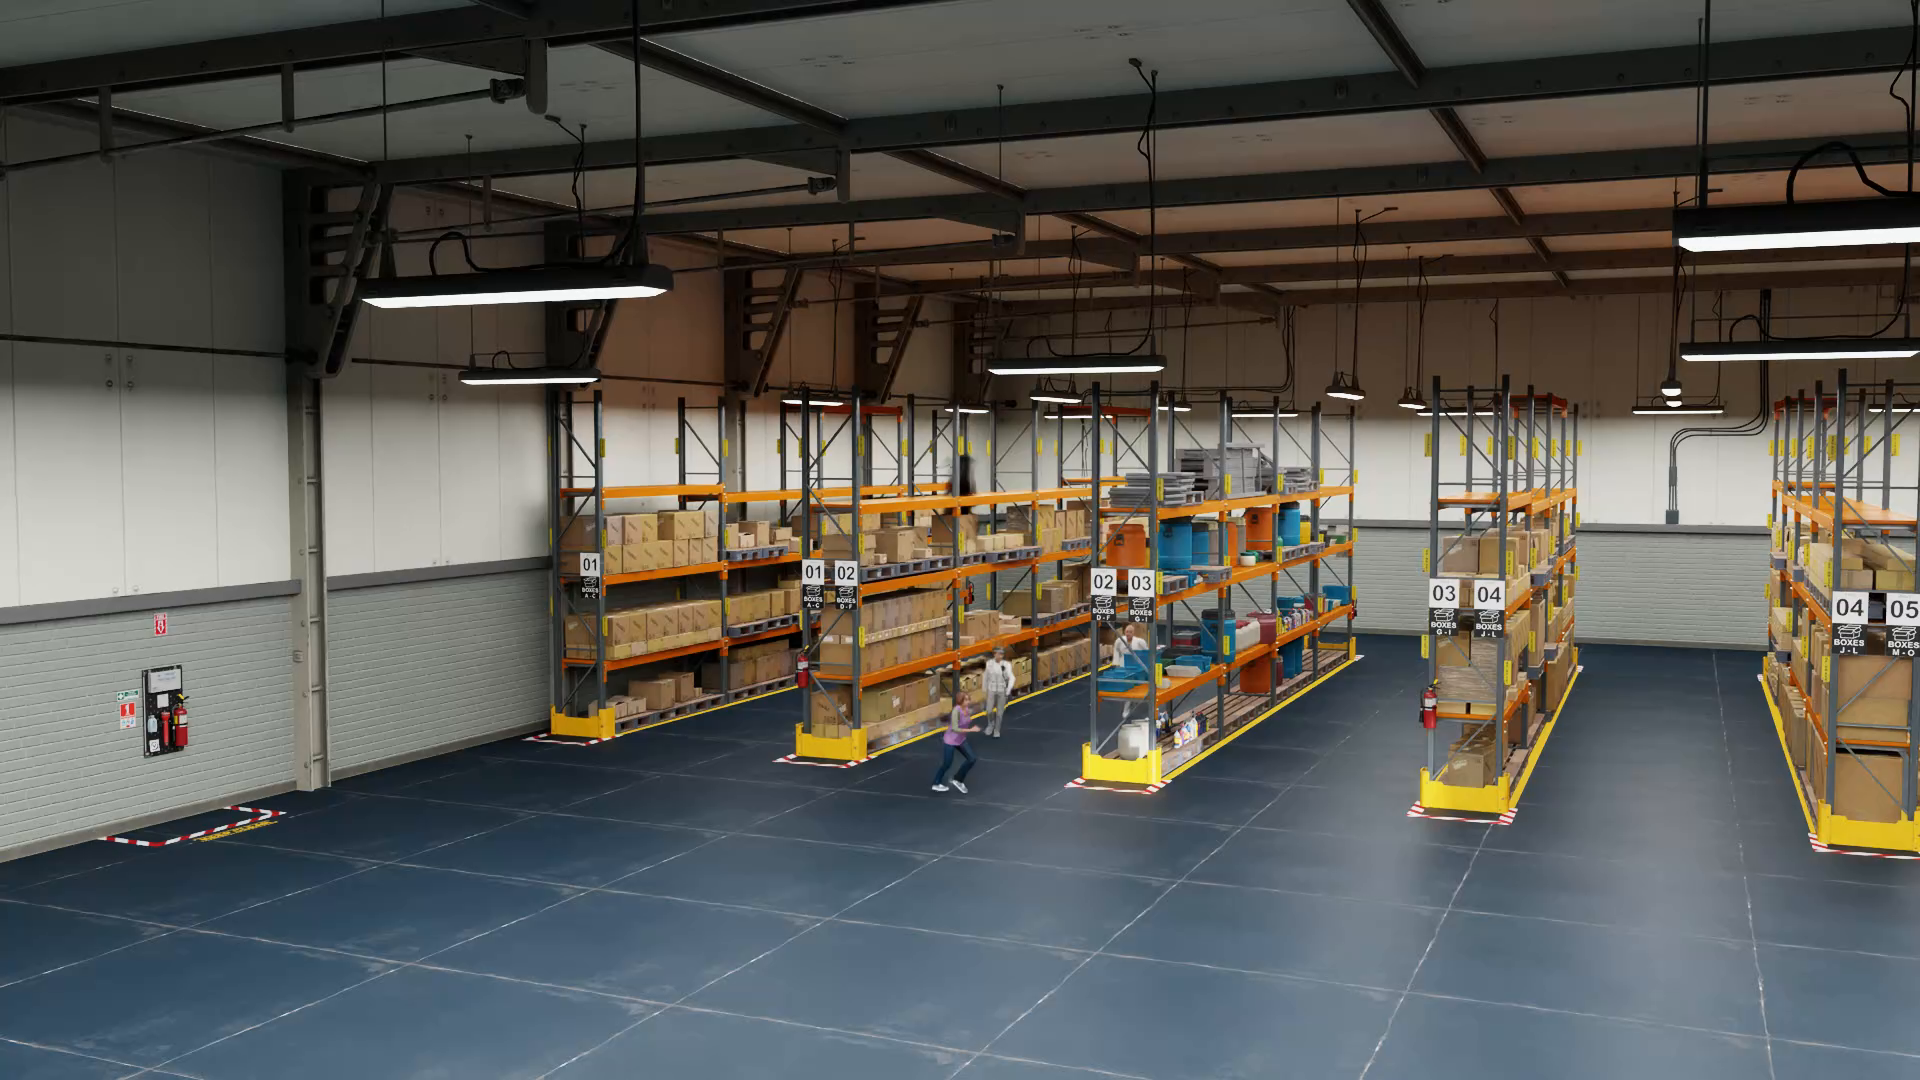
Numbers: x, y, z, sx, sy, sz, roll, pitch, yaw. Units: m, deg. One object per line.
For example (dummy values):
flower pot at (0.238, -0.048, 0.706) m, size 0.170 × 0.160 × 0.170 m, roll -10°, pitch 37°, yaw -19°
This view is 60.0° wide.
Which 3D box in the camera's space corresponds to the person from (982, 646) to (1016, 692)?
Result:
person at (0.660, 2.196, 28.530) m, size 0.593 × 0.798 × 0.582 m, roll 0°, pitch 3°, yaw 4°

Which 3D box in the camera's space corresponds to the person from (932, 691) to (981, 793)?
person at (-0.035, 2.913, 23.936) m, size 0.871 × 1.518 × 0.527 m, roll 3°, pitch 4°, yaw 39°

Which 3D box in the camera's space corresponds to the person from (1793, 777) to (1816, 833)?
person at (15.759, 2.937, 22.615) m, size 7.902 × 1.646 × 5.440 m, roll 1°, pitch 3°, yaw 22°

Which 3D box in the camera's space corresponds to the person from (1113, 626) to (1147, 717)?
person at (3.194, 2.434, 31.097) m, size 0.702 × 1.714 × 0.717 m, roll 1°, pitch 3°, yaw 14°
